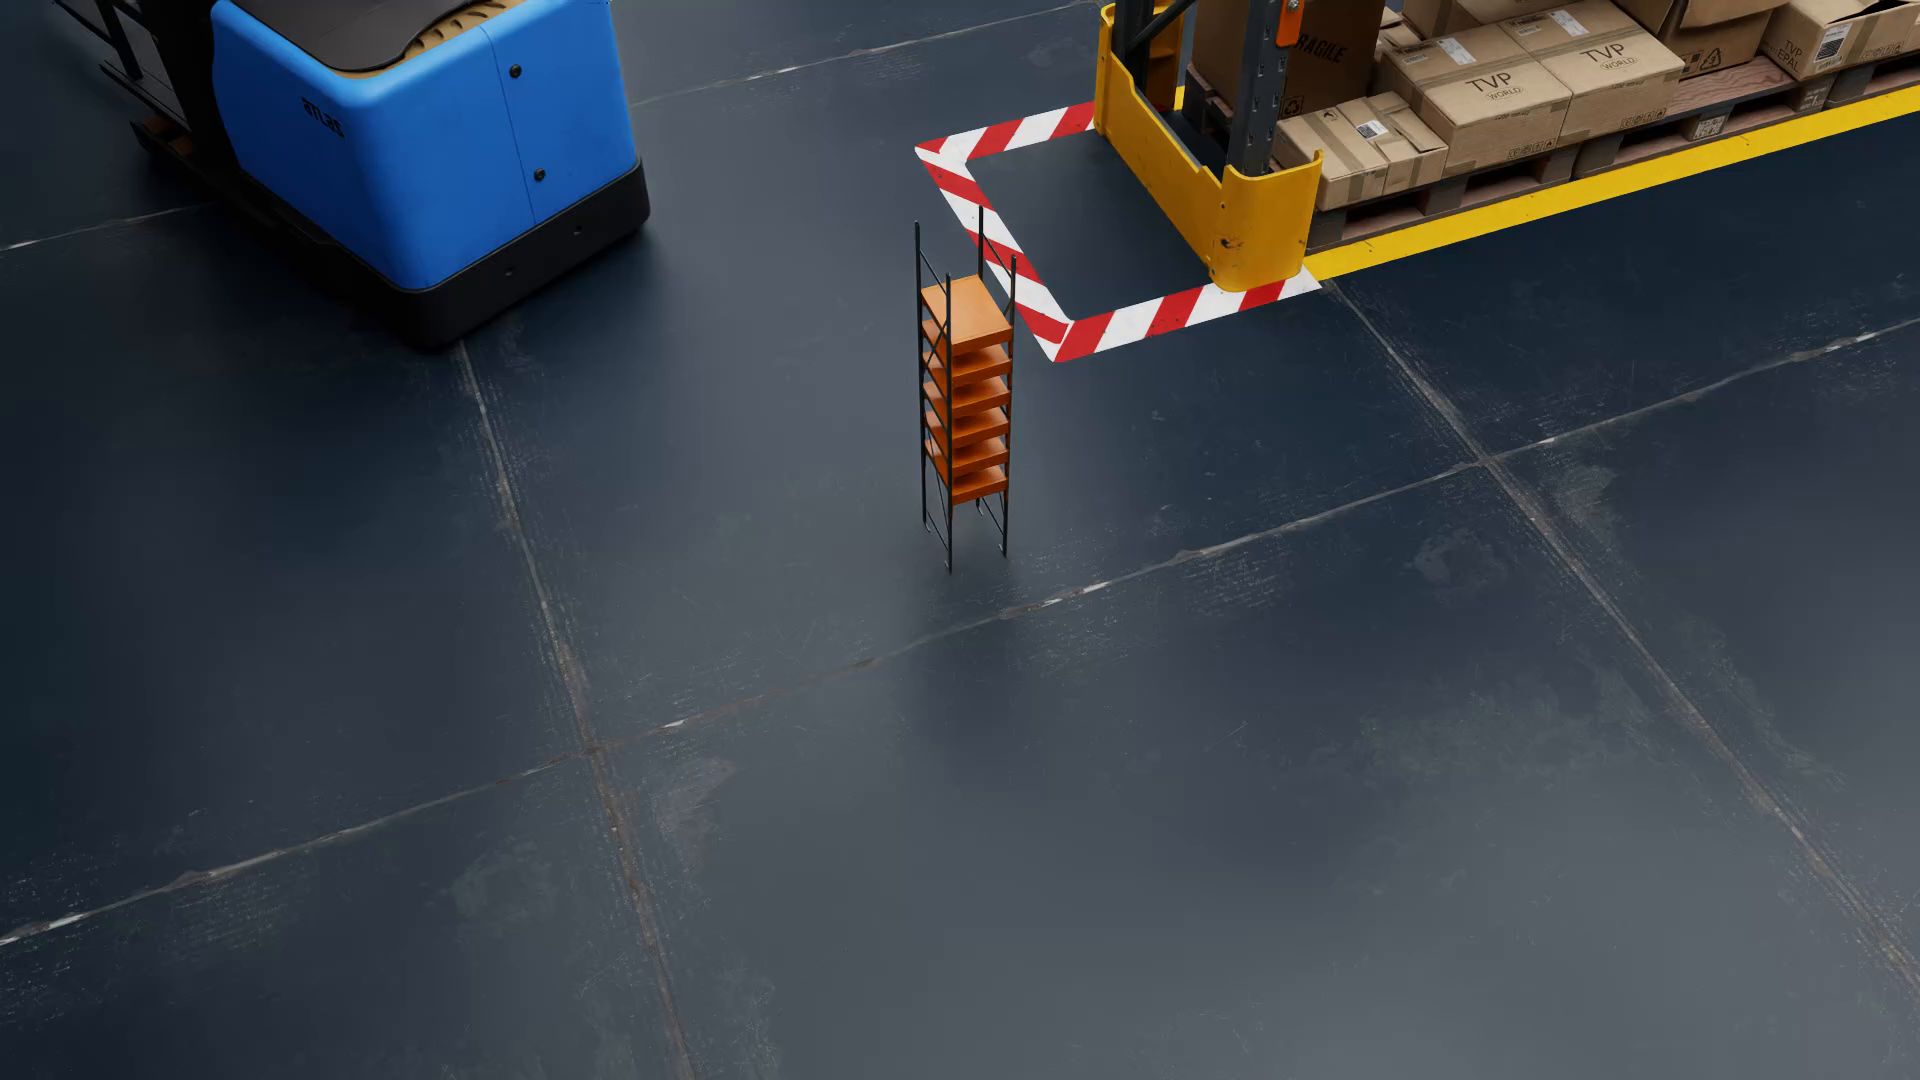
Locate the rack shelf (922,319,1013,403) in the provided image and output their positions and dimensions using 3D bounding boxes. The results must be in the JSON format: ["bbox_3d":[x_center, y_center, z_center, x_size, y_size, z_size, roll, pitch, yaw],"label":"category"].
[{"bbox_3d":[0.013,-0.522,4.650,0.180,0.103,0.258,-17,52,-14],"label":"rack shelf"}]

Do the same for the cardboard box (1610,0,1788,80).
[{"bbox_3d":[2.791,-2.230,6.544,0.637,0.503,0.797,-17,52,-14],"label":"cardboard box"}]

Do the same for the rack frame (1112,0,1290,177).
[{"bbox_3d":[0.825,-2.295,5.244,0.127,3.000,1.000,-17,52,-14],"label":"rack frame"}]

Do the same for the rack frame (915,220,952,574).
[{"bbox_3d":[-0.071,-0.369,4.776,0.006,1.200,0.240,-17,52,-14],"label":"rack frame"}]

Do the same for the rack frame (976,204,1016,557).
[{"bbox_3d":[0.098,-0.421,4.821,0.006,1.200,0.240,-17,52,-14],"label":"rack frame"}]

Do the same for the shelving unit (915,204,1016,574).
[{"bbox_3d":[0.013,-0.395,4.798,0.189,1.200,0.258,-17,52,-14],"label":"shelving unit"}]

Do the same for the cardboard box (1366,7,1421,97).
[{"bbox_3d":[1.644,-1.898,6.480,0.250,0.166,0.380,-17,52,-14],"label":"cardboard box"}]

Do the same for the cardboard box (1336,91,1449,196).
[{"bbox_3d":[1.574,-1.466,6.109,0.250,0.166,0.380,-17,52,-14],"label":"cardboard box"}]

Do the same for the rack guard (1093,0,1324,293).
[{"bbox_3d":[0.895,-1.503,6.211,0.348,0.500,1.175,-17,52,-14],"label":"rack guard"}]

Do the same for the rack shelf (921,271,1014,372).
[{"bbox_3d":[0.013,-0.601,4.559,0.180,0.103,0.258,-17,52,-14],"label":"rack shelf"}]

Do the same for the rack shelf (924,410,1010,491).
[{"bbox_3d":[0.013,-0.288,4.923,0.180,0.103,0.258,-17,52,-14],"label":"rack shelf"}]

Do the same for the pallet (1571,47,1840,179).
[{"bbox_3d":[2.761,-1.985,6.816,1.213,0.211,1.003,-17,52,-14],"label":"pallet"}]

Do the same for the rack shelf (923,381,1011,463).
[{"bbox_3d":[0.013,-0.366,4.832,0.180,0.103,0.258,-17,52,-14],"label":"rack shelf"}]

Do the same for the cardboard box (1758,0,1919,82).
[{"bbox_3d":[3.413,-2.132,6.586,0.500,0.311,0.500,-17,52,-14],"label":"cardboard box"}]

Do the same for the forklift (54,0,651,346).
[{"bbox_3d":[-2.582,-2.612,5.561,3.031,2.935,1.130,35,58,26],"label":"forklift"}]

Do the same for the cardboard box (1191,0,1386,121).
[{"bbox_3d":[1.235,-1.953,6.308,0.500,0.500,0.500,-17,52,-14],"label":"cardboard box"}]

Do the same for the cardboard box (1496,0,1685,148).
[{"bbox_3d":[2.361,-1.787,6.329,0.500,0.250,0.500,-17,52,-14],"label":"cardboard box"}]

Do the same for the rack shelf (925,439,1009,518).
[{"bbox_3d":[0.013,-0.210,5.014,0.180,0.103,0.258,-17,52,-14],"label":"rack shelf"}]

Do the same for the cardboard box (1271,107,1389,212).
[{"bbox_3d":[1.342,-1.389,6.055,0.250,0.149,0.380,-17,52,-14],"label":"cardboard box"}]

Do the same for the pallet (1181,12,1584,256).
[{"bbox_3d":[1.633,-1.638,6.518,1.213,0.211,1.003,-17,52,-14],"label":"pallet"}]

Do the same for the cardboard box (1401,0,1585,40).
[{"bbox_3d":[2.126,-2.123,6.619,0.500,0.250,0.500,-17,52,-14],"label":"cardboard box"}]

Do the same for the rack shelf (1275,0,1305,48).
[{"bbox_3d":[2.676,-2.635,6.010,4.000,0.370,1.077,-17,52,-14],"label":"rack shelf"}]

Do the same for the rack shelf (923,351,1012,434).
[{"bbox_3d":[0.013,-0.444,4.741,0.180,0.103,0.258,-17,52,-14],"label":"rack shelf"}]

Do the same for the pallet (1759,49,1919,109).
[{"bbox_3d":[3.892,-2.338,7.119,1.213,0.211,1.003,-17,52,-14],"label":"pallet"}]

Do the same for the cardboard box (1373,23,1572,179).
[{"bbox_3d":[1.898,-1.643,6.206,0.500,0.250,0.500,-17,52,-14],"label":"cardboard box"}]

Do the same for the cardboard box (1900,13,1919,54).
[{"bbox_3d":[3.783,-2.145,6.704,0.250,0.149,0.380,-17,52,-14],"label":"cardboard box"}]
